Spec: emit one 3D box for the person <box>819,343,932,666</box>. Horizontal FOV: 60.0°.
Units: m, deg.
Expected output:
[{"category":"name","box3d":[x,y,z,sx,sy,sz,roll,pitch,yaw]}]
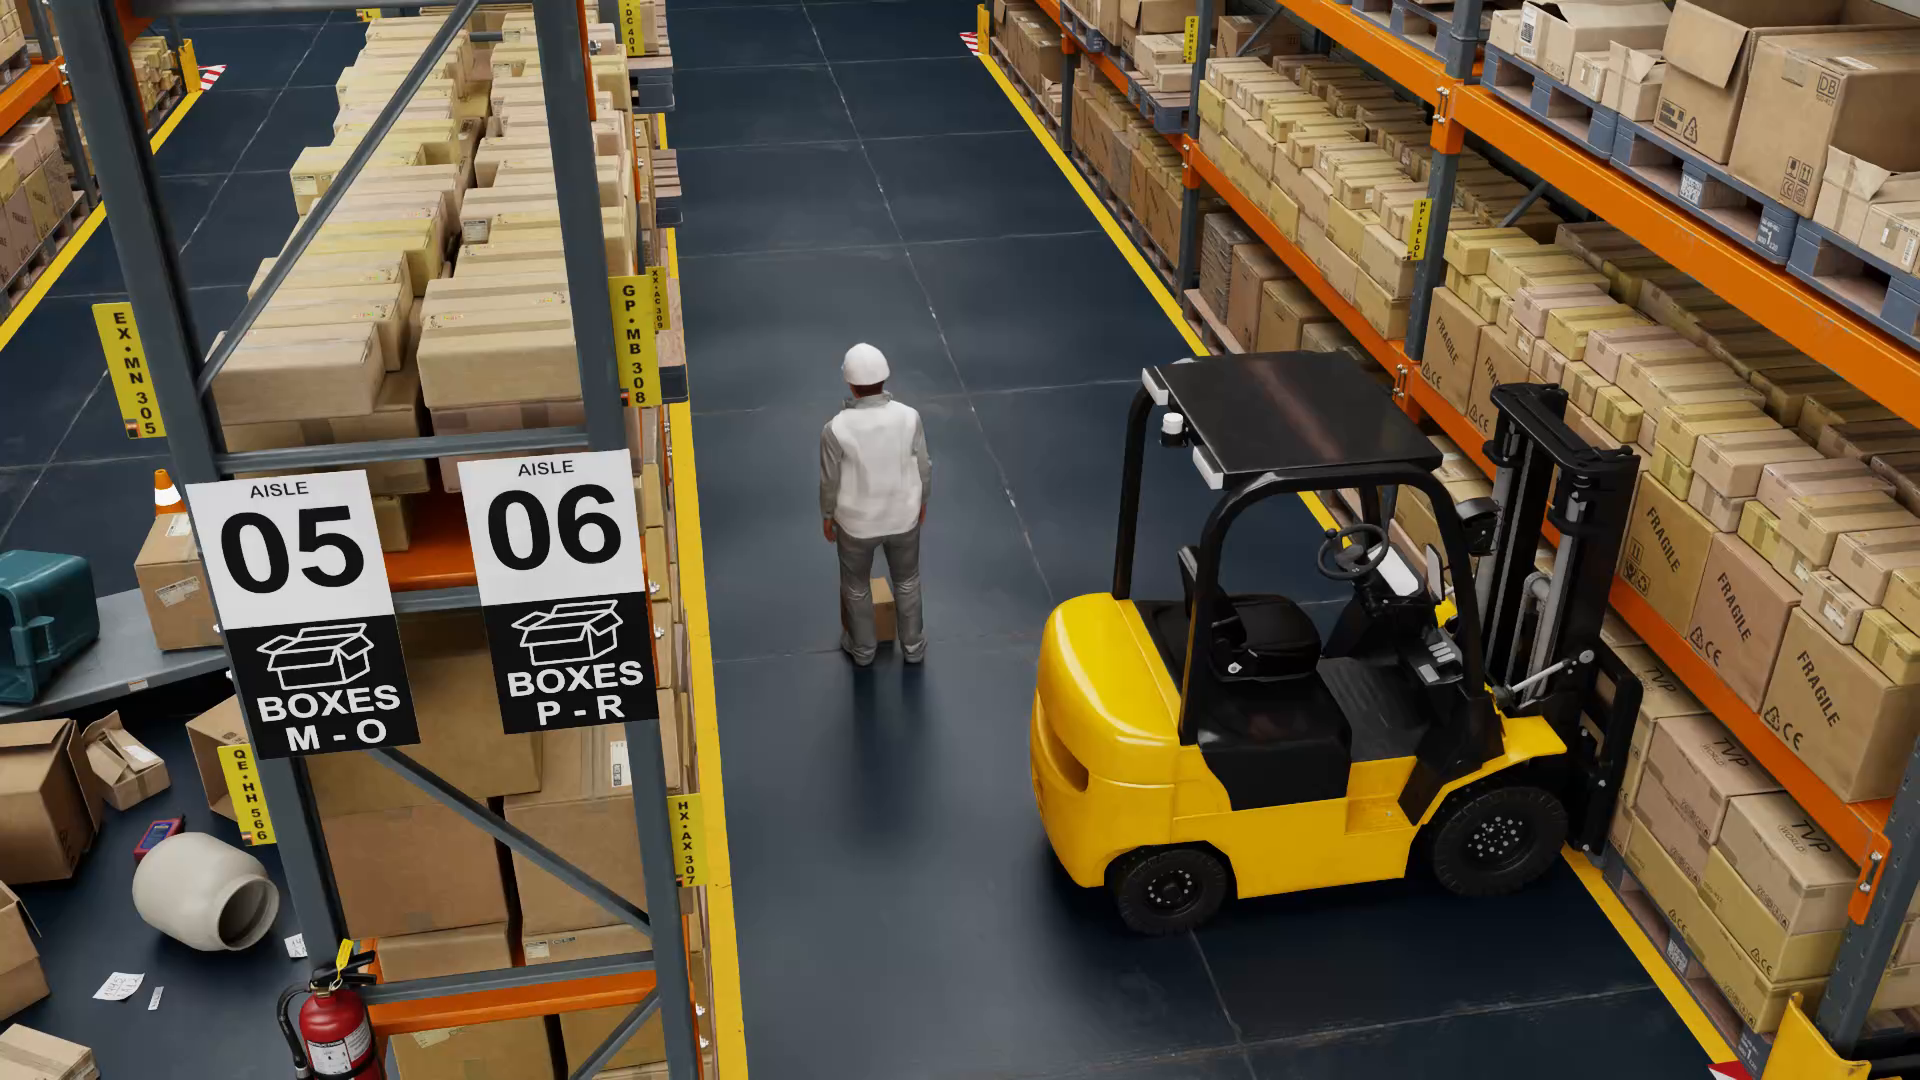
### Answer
[{"category":"person","box3d":[-0.426,-0.142,8.353,0.572,1.771,0.474,-8,31,-14]}]
